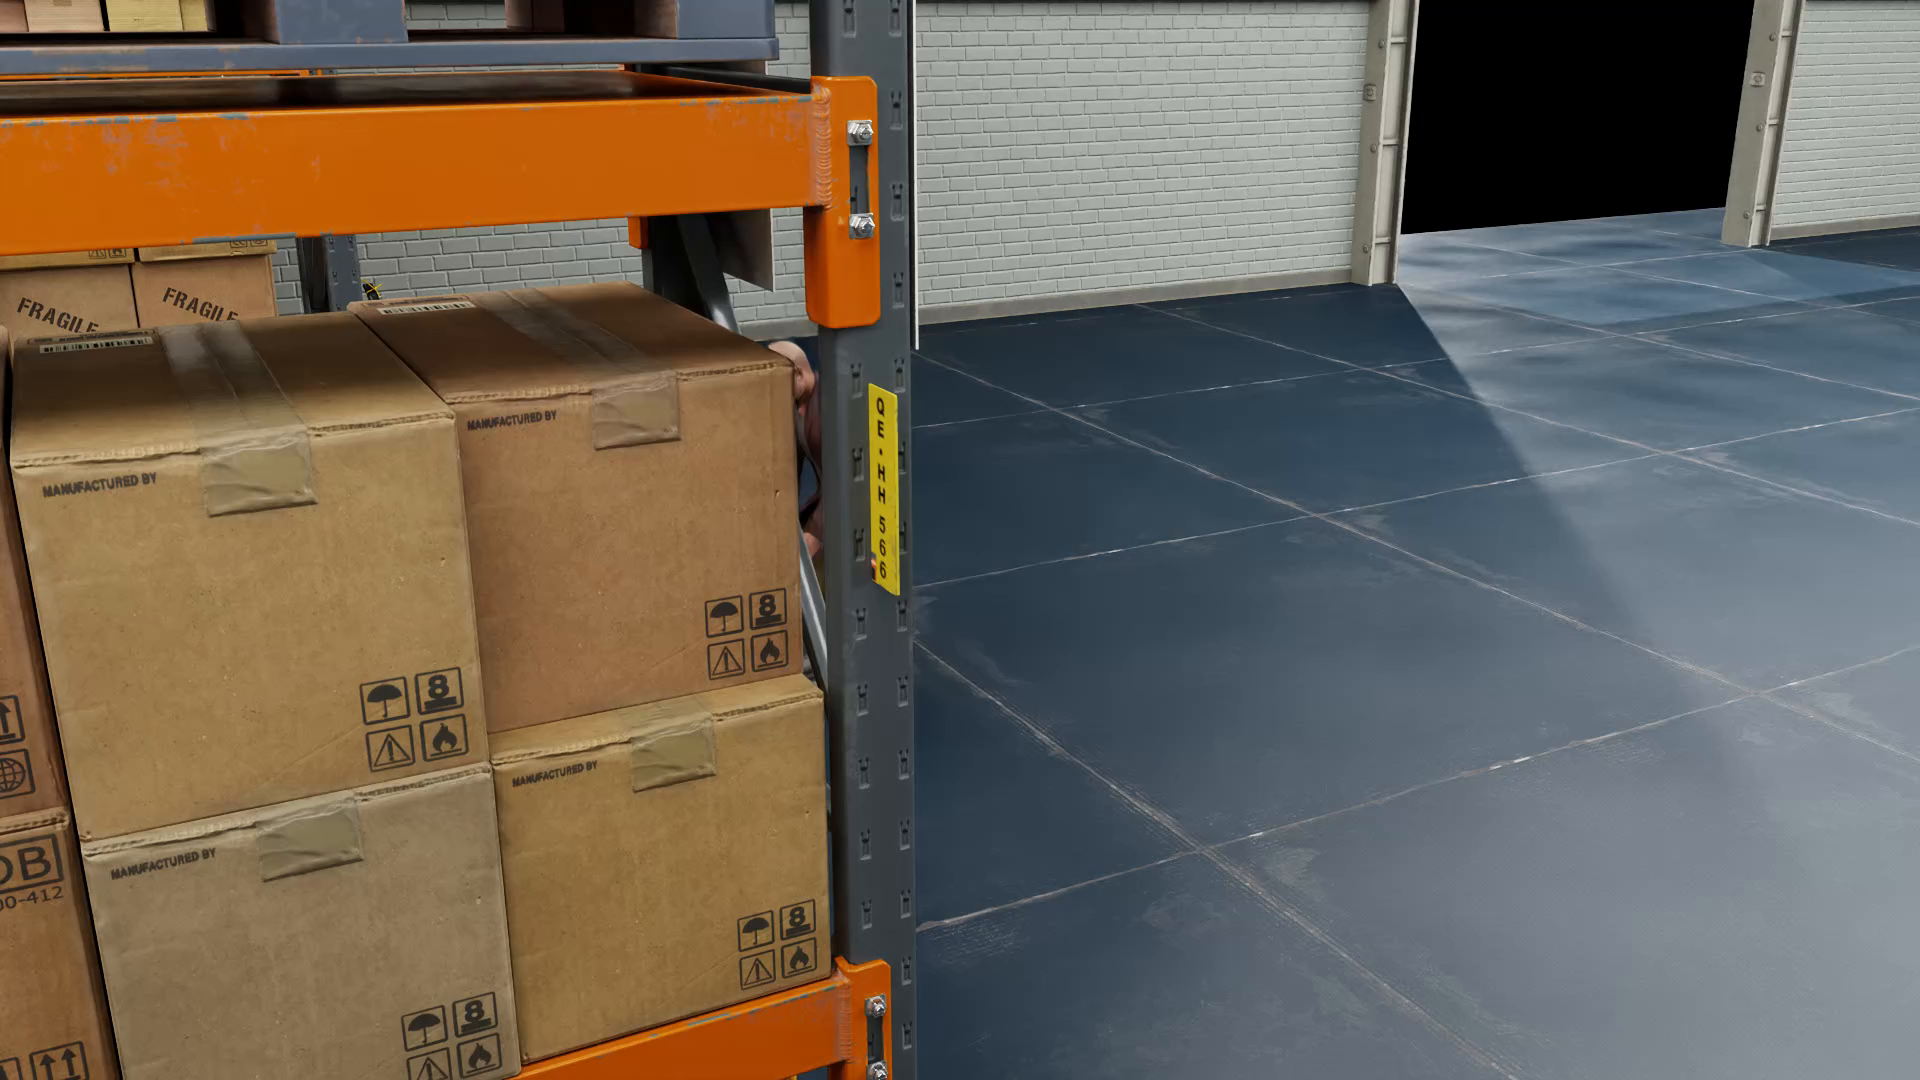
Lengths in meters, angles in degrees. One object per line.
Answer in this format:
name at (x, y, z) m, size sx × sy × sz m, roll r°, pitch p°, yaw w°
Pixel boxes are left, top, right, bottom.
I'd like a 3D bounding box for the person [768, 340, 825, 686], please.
person at (-0.569, -0.096, 7.198) m, size 0.588 × 1.582 × 0.623 m, roll -9°, pitch 20°, yaw -26°
